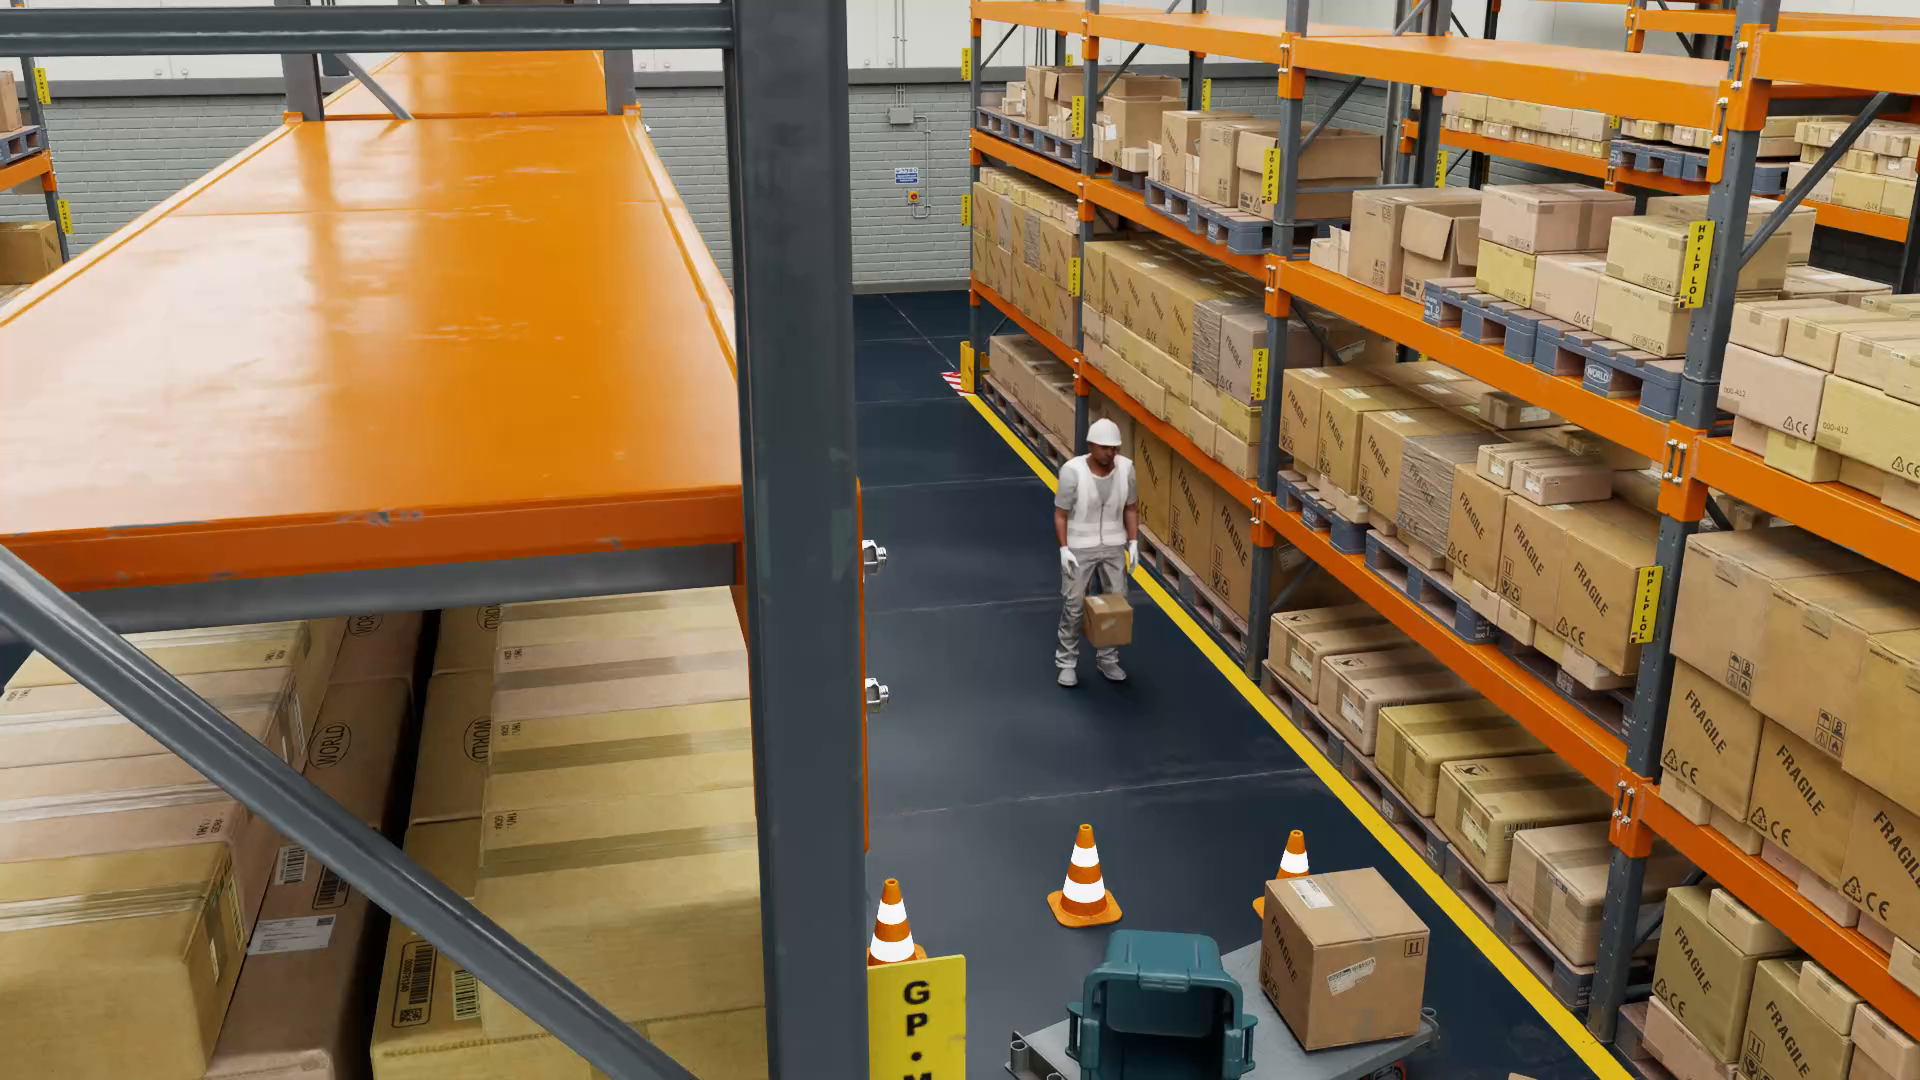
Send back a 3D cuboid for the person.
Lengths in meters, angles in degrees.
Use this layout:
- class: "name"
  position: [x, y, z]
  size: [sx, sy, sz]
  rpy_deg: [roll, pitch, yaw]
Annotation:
- class: "person"
  position: [0.894, 0.073, 10.844]
  size: [0.617, 1.774, 0.451]
  rpy_deg: [-5, 20, -13]
